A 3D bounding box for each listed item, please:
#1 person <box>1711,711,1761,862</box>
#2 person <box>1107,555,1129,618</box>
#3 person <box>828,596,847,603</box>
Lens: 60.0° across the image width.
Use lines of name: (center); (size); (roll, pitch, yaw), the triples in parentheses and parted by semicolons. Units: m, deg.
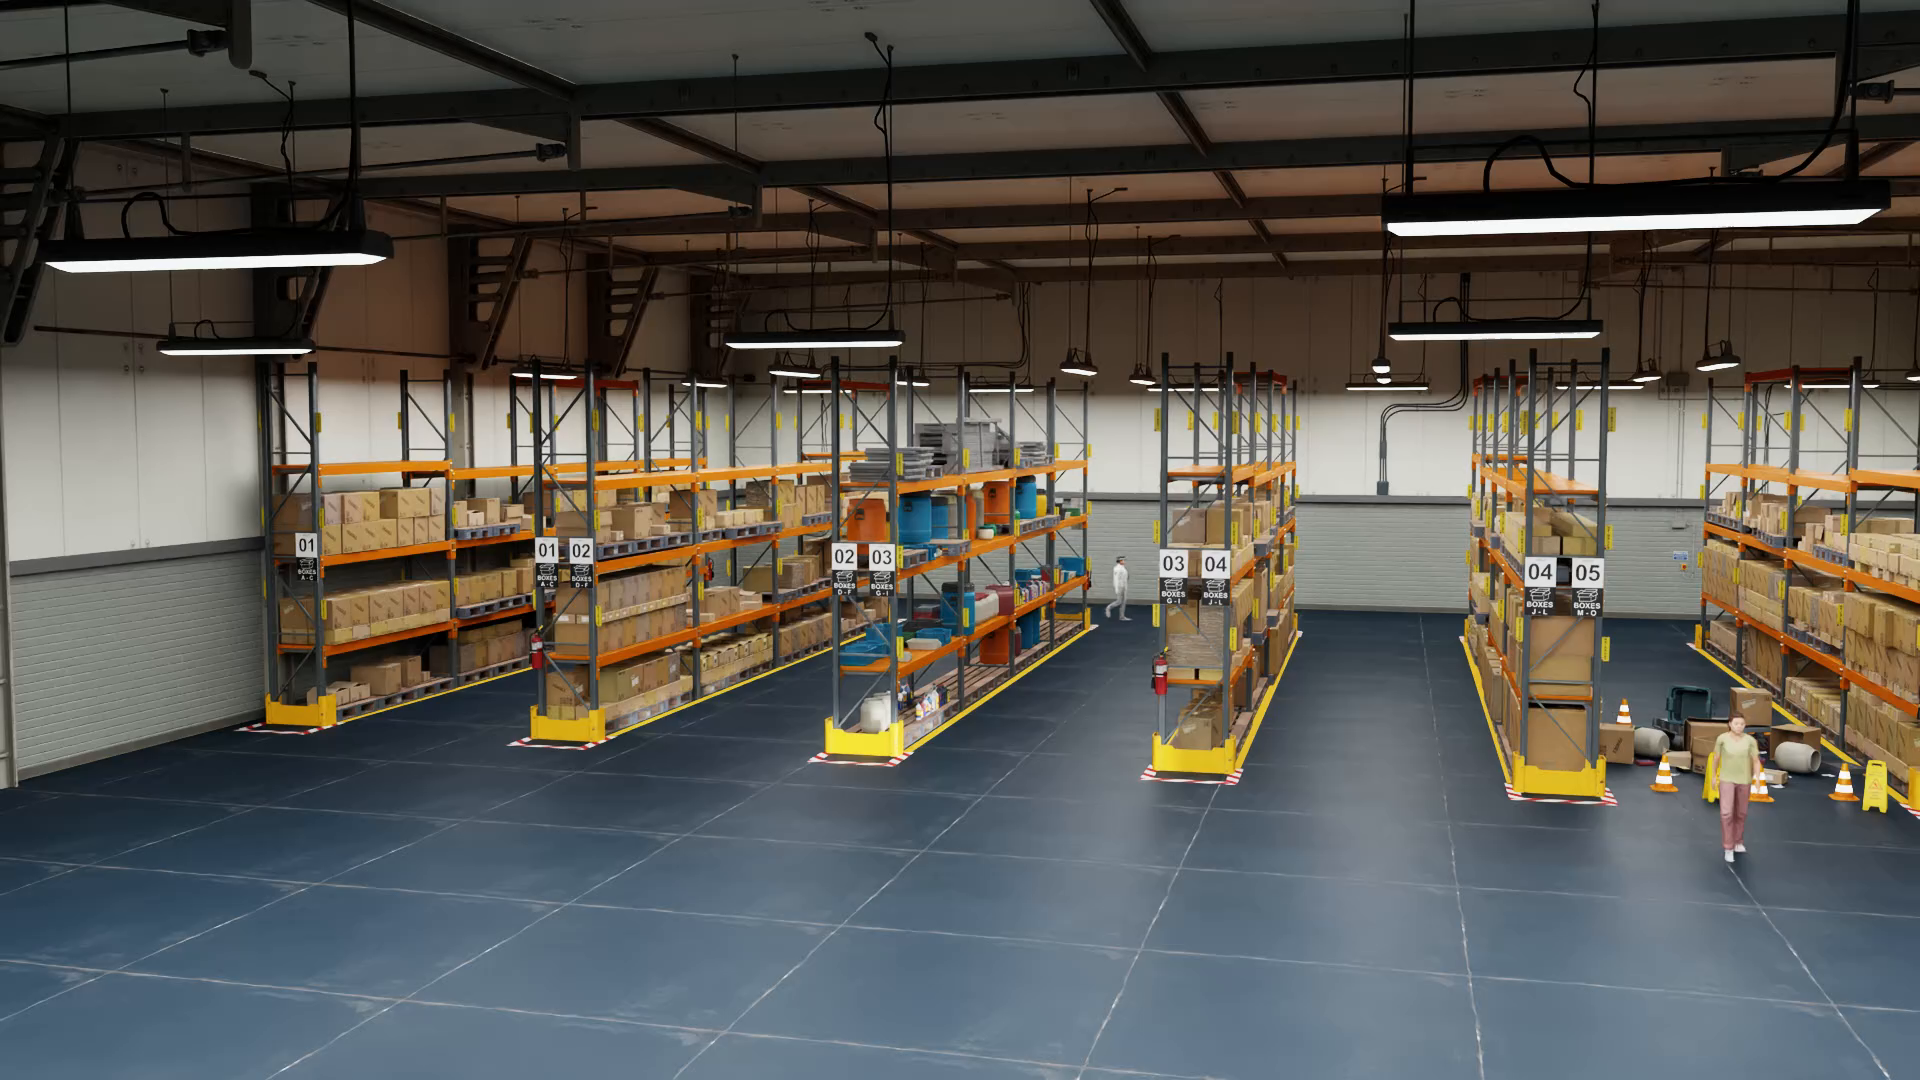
person: (8.978, 2.827, 19.223); (0.501, 1.702, 0.639); (1, 4, 16)
person: (3.993, 1.177, 42.000); (0.480, 1.603, 0.528); (3, 5, 34)
person: (-3.168, 1.021, 44.177); (0.925, 1.745, 0.529); (3, 5, 38)
